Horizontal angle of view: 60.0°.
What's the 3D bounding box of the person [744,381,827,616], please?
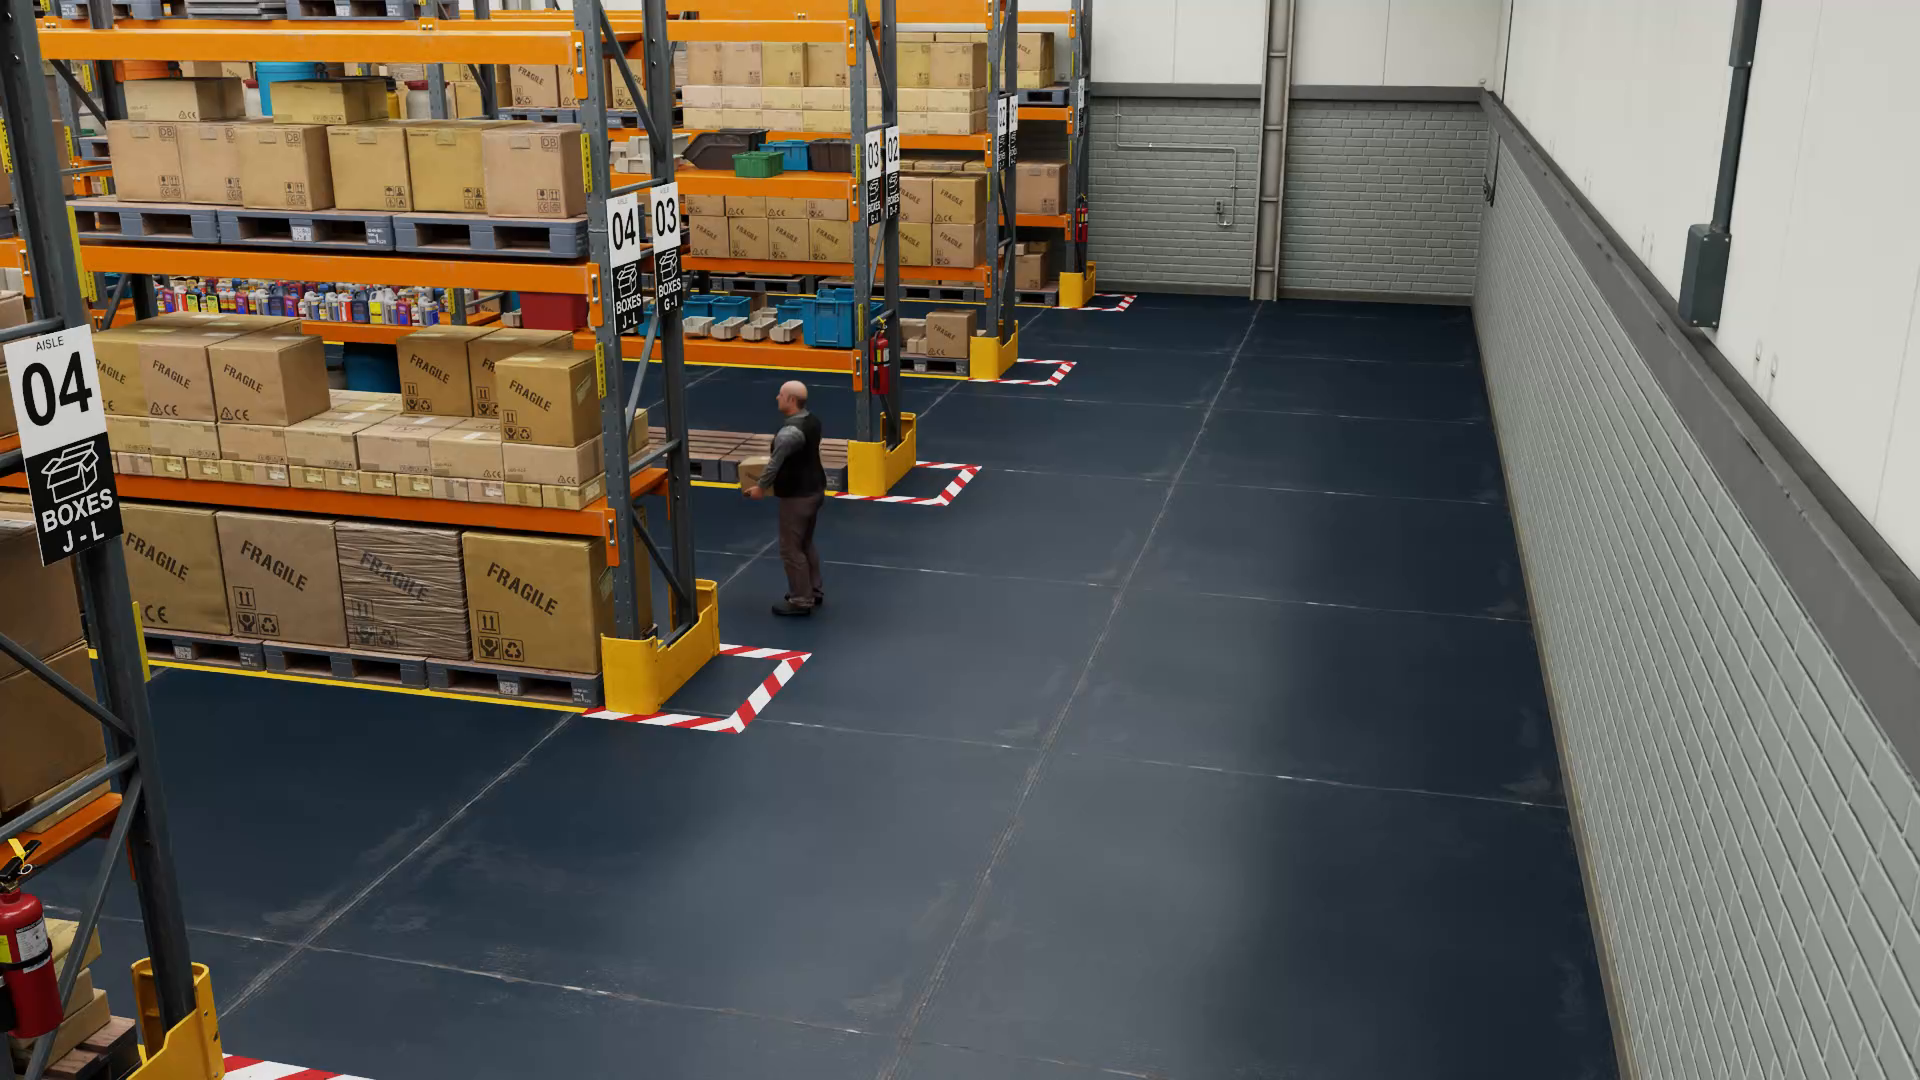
[{"bbox_3d":[-1.272,-0.317,12.075,0.540,1.721,0.495,4,19,13],"label":"person"}]
